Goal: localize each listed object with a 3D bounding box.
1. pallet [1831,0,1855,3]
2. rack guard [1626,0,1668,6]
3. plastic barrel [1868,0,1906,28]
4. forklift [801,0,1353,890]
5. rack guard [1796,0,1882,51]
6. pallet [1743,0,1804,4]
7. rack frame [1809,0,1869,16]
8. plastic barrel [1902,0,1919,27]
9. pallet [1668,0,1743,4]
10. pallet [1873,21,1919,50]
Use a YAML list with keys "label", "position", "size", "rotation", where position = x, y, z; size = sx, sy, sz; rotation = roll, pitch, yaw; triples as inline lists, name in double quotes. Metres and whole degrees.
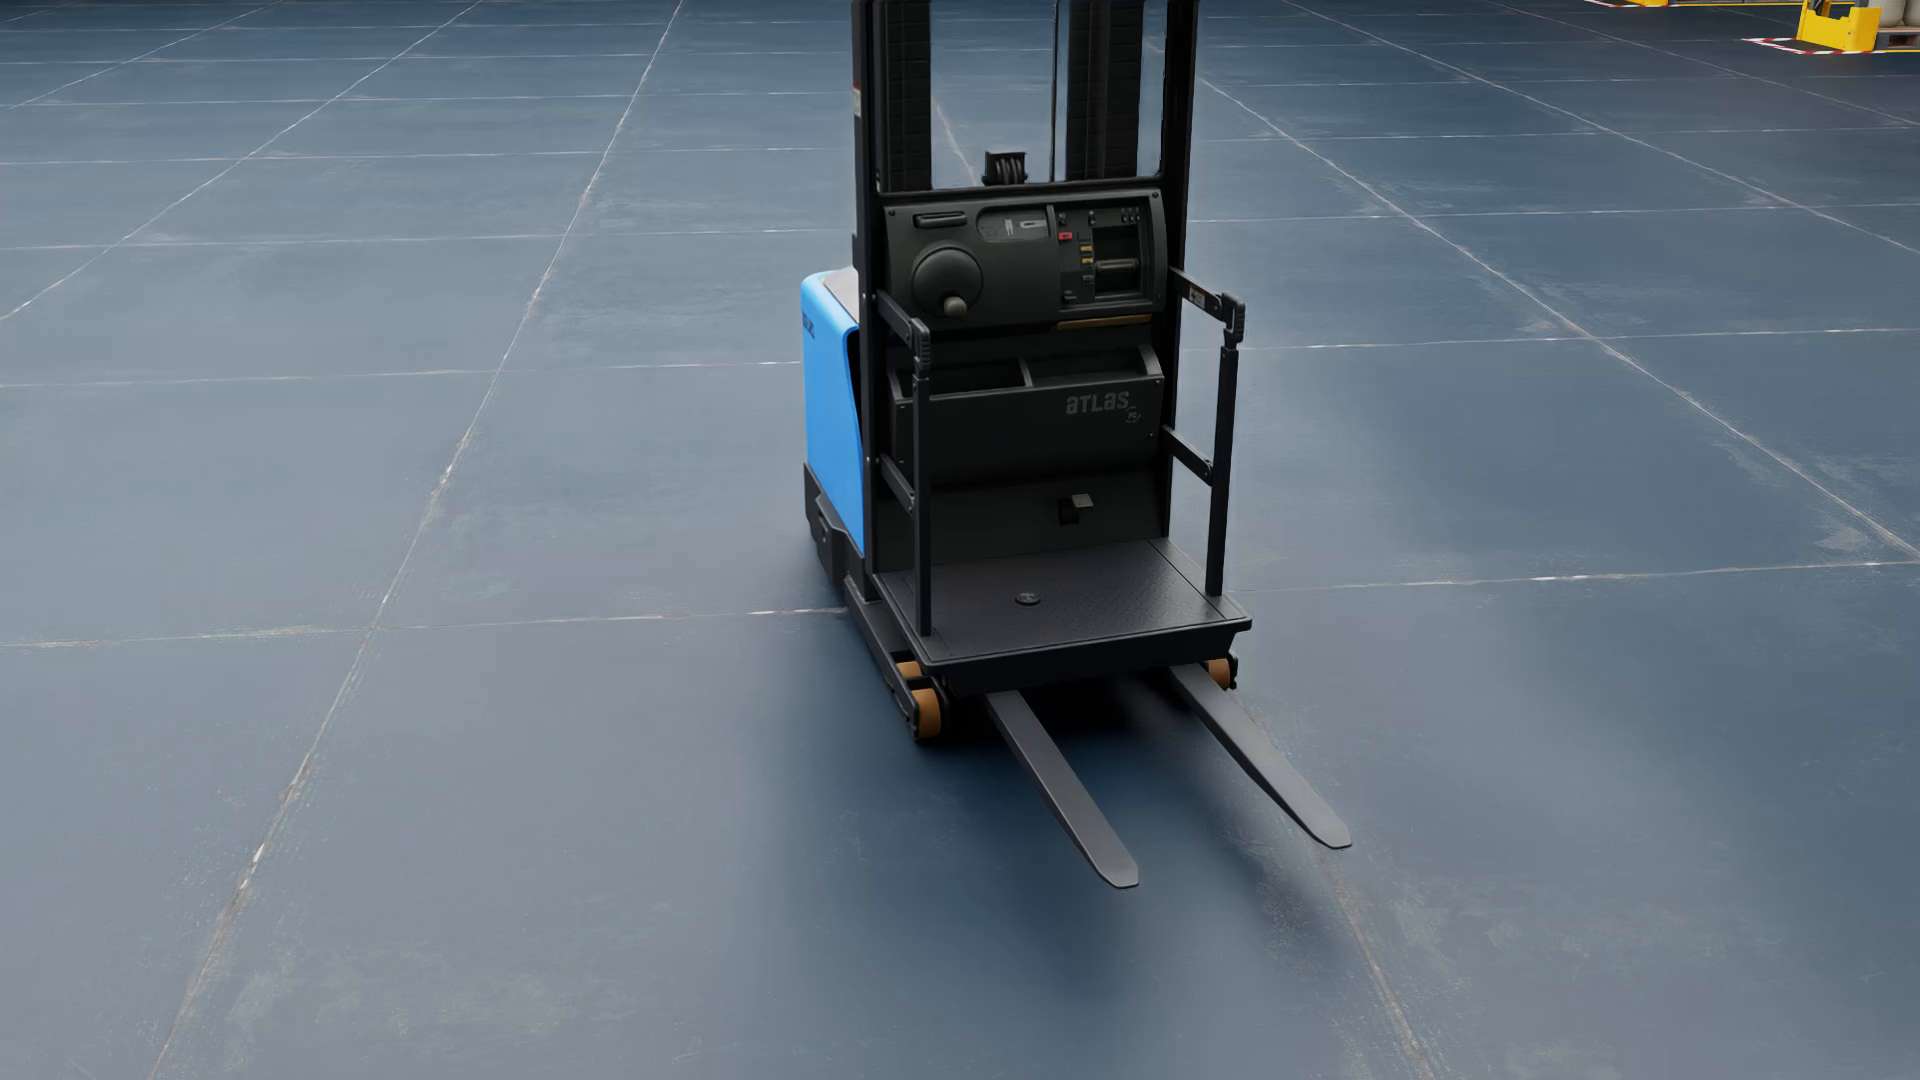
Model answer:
- label: "pallet"
  position: [13.383, -8.317, 25.201]
  size: [1.213, 0.211, 1.003]
  rotation: [-2, 24, -5]
- label: "rack guard"
  position: [10.174, -8.303, 24.814]
  size: [0.348, 0.500, 1.175]
  rotation: [-2, 24, -5]
- label: "plastic barrel"
  position: [11.328, -6.556, 20.352]
  size: [0.421, 0.512, 0.421]
  rotation: [0, 24, 0]
- label: "forklift"
  position: [0.282, -0.880, 5.122]
  size: [1.130, 2.935, 3.031]
  rotation: [-7, 25, -15]
- label: "rack guard"
  position: [10.752, -6.323, 20.361]
  size: [0.348, 0.500, 1.175]
  rotation: [-2, 24, -5]
- label: "pallet"
  position: [12.166, -8.267, 25.088]
  size: [1.213, 0.211, 1.003]
  rotation: [-2, 24, -5]
- label: "rack frame"
  position: [10.681, -7.444, 19.804]
  size: [0.127, 3.000, 1.000]
  rotation: [-2, 24, -5]
- label: "plastic barrel"
  position: [11.827, -6.576, 20.397]
  size: [0.421, 0.512, 0.421]
  rotation: [0, 24, 0]
- label: "pallet"
  position: [10.955, -8.219, 24.982]
  size: [1.213, 0.211, 1.003]
  rotation: [-2, 24, -5]
- label: "pallet"
  position: [11.561, -6.222, 20.488]
  size: [1.213, 0.211, 1.003]
  rotation: [-2, 24, -5]
